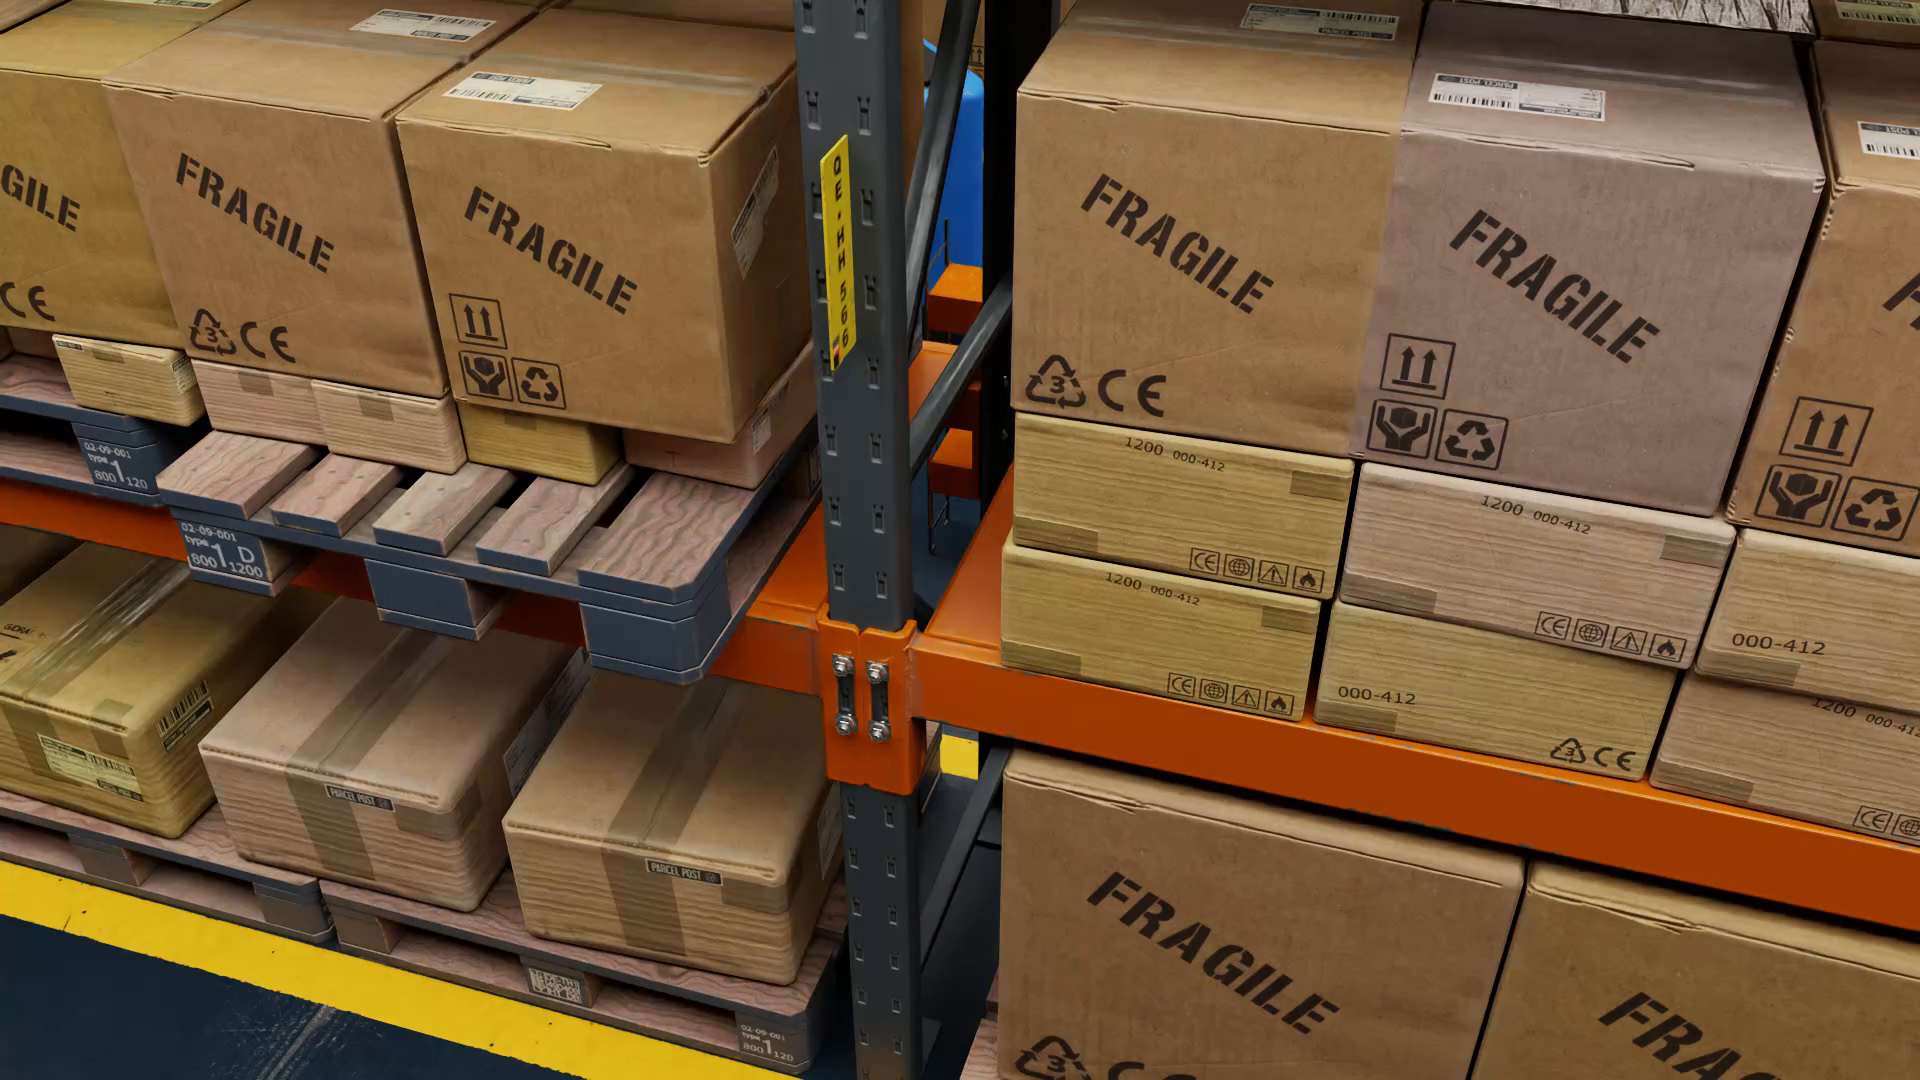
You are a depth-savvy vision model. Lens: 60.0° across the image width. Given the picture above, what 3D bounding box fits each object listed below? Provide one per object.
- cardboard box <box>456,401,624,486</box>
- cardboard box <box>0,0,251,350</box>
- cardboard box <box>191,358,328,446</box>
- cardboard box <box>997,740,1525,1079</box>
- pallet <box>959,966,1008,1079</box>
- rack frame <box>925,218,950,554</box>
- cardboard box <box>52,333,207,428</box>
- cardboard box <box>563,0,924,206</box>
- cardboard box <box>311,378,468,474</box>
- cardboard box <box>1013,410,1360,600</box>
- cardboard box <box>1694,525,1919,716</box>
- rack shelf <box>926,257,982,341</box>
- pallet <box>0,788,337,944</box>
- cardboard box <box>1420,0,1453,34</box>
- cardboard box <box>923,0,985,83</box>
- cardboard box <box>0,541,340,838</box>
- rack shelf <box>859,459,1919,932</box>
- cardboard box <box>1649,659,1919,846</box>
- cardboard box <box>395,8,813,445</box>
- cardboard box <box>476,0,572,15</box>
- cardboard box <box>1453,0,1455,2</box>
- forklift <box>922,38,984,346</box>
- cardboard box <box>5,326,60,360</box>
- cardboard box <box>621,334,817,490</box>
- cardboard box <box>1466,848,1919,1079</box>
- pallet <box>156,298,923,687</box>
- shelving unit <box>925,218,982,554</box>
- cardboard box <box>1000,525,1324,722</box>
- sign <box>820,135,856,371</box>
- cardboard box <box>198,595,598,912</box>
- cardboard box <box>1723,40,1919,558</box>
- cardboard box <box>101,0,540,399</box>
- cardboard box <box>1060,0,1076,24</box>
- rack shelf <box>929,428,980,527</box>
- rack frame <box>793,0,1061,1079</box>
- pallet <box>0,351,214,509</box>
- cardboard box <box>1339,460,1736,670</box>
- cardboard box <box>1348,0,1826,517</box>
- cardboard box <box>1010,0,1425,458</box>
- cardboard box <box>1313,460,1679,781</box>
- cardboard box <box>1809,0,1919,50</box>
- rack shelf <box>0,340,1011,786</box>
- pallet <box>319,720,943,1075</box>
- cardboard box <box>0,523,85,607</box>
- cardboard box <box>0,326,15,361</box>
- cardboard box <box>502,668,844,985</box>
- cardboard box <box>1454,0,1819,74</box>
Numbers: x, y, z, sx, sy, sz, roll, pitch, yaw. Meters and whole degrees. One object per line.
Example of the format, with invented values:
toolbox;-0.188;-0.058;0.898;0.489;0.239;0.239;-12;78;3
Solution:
cardboard box;-0.678;-0.277;2.954;0.250;0.149;0.380;11;38;15
cardboard box;-1.513;-0.704;2.986;0.500;0.500;0.500;8;37;11
cardboard box;-1.169;-0.345;3.046;0.250;0.149;0.380;9;37;12
cardboard box;0.617;0.578;3.373;0.875;0.875;0.875;10;38;13
pallet;0.713;1.027;3.676;1.213;0.211;1.003;10;38;14
rack frame;-0.065;-0.435;4.955;0.008;1.050;0.200;10;38;14
cardboard box;-1.436;-0.386;3.102;0.250;0.149;0.380;11;38;15
cardboard box;-0.378;-0.818;3.141;0.500;0.500;0.500;9;37;13
cardboard box;-0.932;-0.296;2.980;0.250;0.149;0.380;10;38;14
cardboard box;0.393;-0.190;2.682;0.500;0.250;0.500;10;38;14
cardboard box;1.358;-0.002;2.428;0.500;0.250;0.500;10;38;14
rack shelf;0.051;-0.633;4.764;0.240;0.259;0.215;10;38;14
pallet;-1.923;0.489;4.407;1.213;0.211;1.003;10;38;14
cardboard box;0.554;-0.777;2.848;0.500;0.500;0.500;10;37;13
cardboard box;-0.028;-2.671;7.892;0.750;0.750;1.050;11;38;15
cardboard box;-1.982;0.243;4.252;0.625;0.372;0.950;12;38;15
rack shelf;1.892;0.365;2.830;4.000;0.370;1.077;10;38;14
cardboard box;1.369;0.188;2.590;0.500;0.250;0.500;12;38;15
cardboard box;-0.534;-0.530;2.750;0.500;0.500;0.500;9;37;13
cardboard box;-0.877;-0.906;3.260;0.500;0.500;0.500;12;38;16
cardboard box;1.948;-2.302;6.969;0.500;0.250;0.500;9;37;12
forklift;-1.021;-2.480;6.147;1.130;2.935;3.031;-17;40;-22
cardboard box;-1.639;-0.502;3.259;0.250;0.149;0.380;11;38;14
cardboard box;-0.400;-0.271;2.945;0.250;0.149;0.380;12;38;16
cardboard box;1.467;0.738;3.155;0.875;0.875;0.875;11;38;14
pallet;-0.729;-0.266;3.243;1.003;0.211;1.213;10;38;14
shelving unit;0.051;-0.413;4.926;0.252;1.050;0.215;10;38;14
cardboard box;0.375;0.011;2.831;0.500;0.250;0.500;10;37;13
sign;-0.170;-0.404;2.358;0.005;0.325;0.100;10;38;14
cardboard box;-1.260;0.380;4.066;0.625;0.372;0.950;10;37;13
cardboard box;1.346;-0.313;2.217;0.500;0.500;0.500;12;38;15
cardboard box;-1.031;-0.615;2.866;0.500;0.500;0.500;10;38;13
cardboard box;0.808;-2.518;7.684;0.750;0.750;1.050;10;38;13
rack shelf;0.051;-0.181;5.097;0.240;0.259;0.215;10;38;14
rack frame;-0.017;-0.278;3.097;0.127;3.000;1.000;10;38;14
pallet;-1.919;-0.527;3.598;1.213;0.211;1.003;10;38;14
cardboard box;0.886;-0.098;2.557;0.500;0.250;0.500;11;38;15
cardboard box;0.857;-0.413;2.353;0.500;0.500;0.500;11;38;14
cardboard box;0.381;-0.495;2.465;0.500;0.500;0.500;9;37;12
cardboard box;0.870;0.092;2.721;0.500;0.250;0.500;9;37;13
cardboard box;1.519;-0.600;2.607;0.500;0.500;0.500;11;38;14
rack shelf;-1.926;-0.342;3.791;4.000;0.370;1.077;10;38;14
pallet;-0.763;0.706;4.112;1.213;0.211;1.003;10;38;14
cardboard box;-2.647;0.121;4.418;0.625;0.372;0.950;13;38;17
cardboard box;-1.903;-0.500;3.256;0.250;0.149;0.380;9;37;12
cardboard box;-0.554;0.506;3.895;0.625;0.372;0.950;8;37;11
cardboard box;1.046;-0.691;2.731;0.500;0.500;0.500;11;38;15
